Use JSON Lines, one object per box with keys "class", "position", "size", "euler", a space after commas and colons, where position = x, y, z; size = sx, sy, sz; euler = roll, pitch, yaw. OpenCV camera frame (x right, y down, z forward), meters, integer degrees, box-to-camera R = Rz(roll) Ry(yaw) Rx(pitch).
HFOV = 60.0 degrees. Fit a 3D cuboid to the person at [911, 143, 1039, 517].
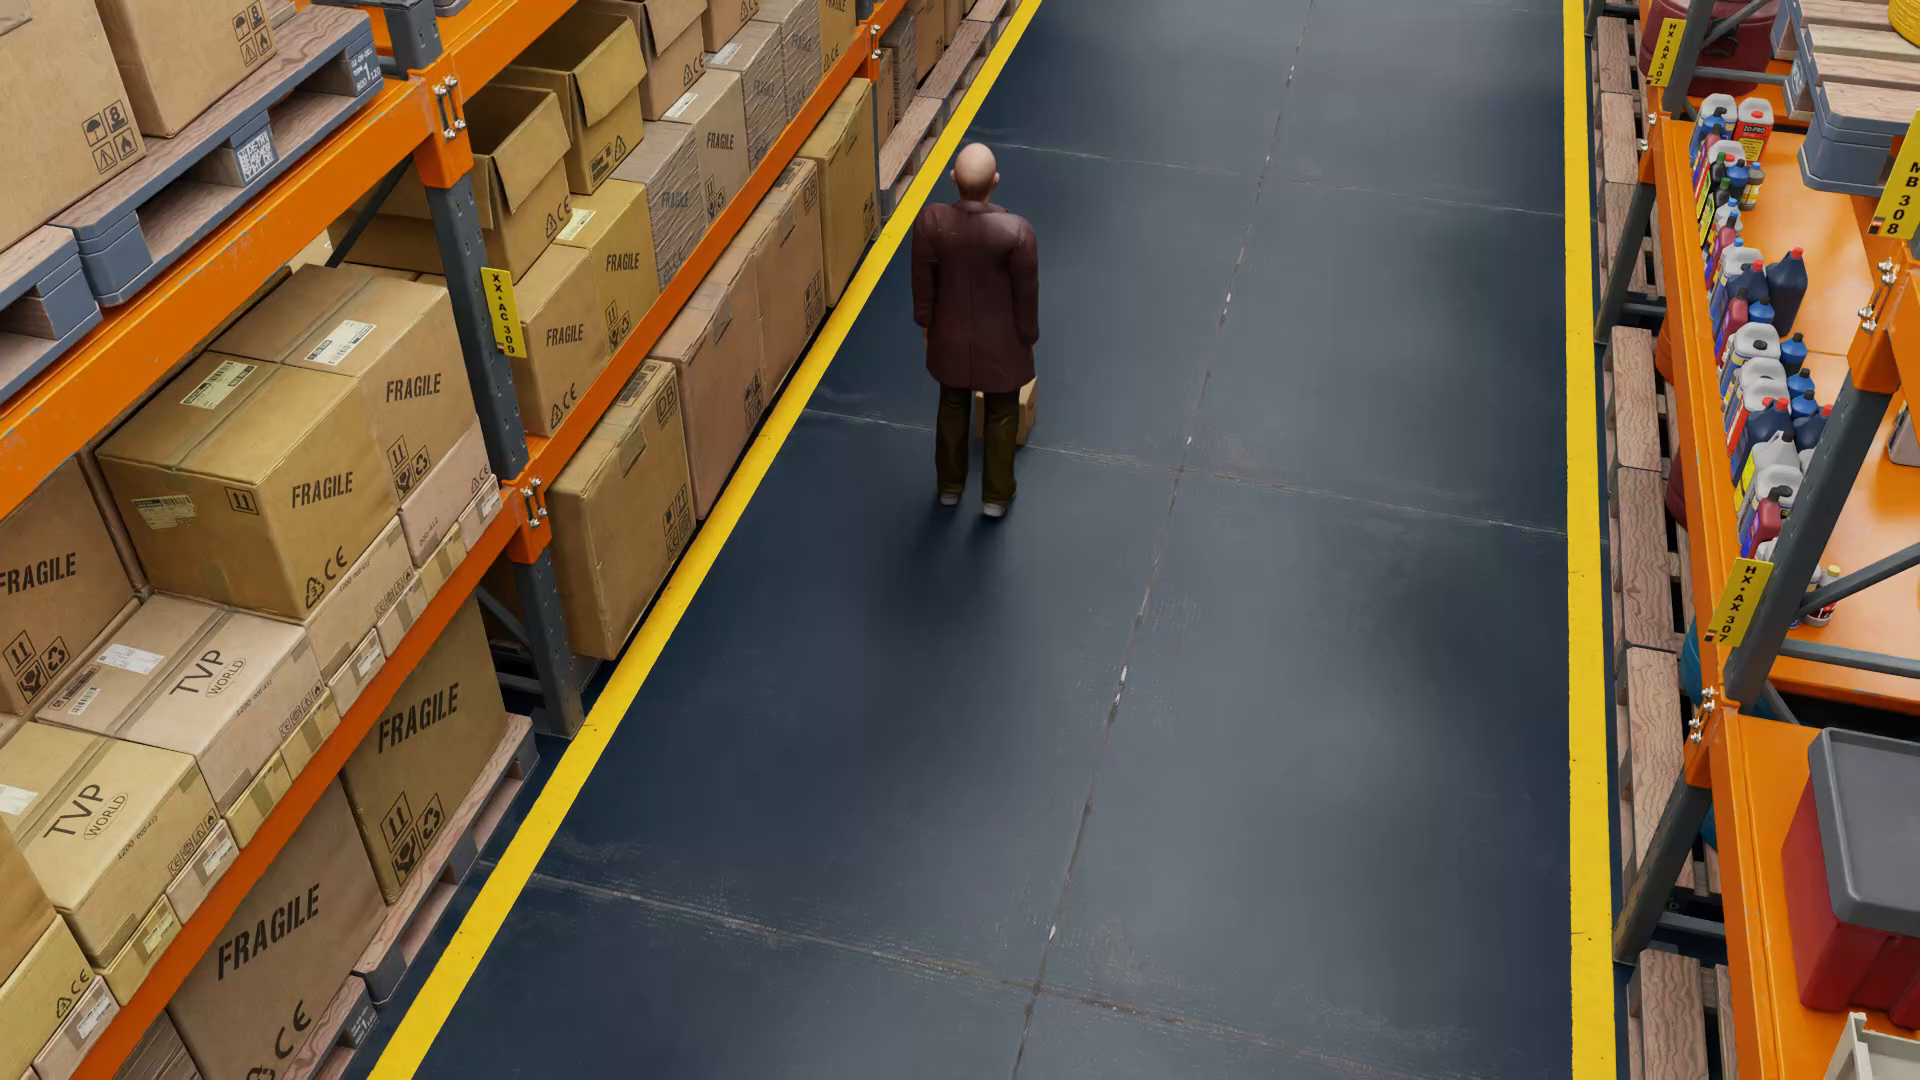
{"class": "person", "position": [0.067, -0.892, 7.246], "size": [0.563, 1.822, 0.419], "euler": [11, 42, 13]}
